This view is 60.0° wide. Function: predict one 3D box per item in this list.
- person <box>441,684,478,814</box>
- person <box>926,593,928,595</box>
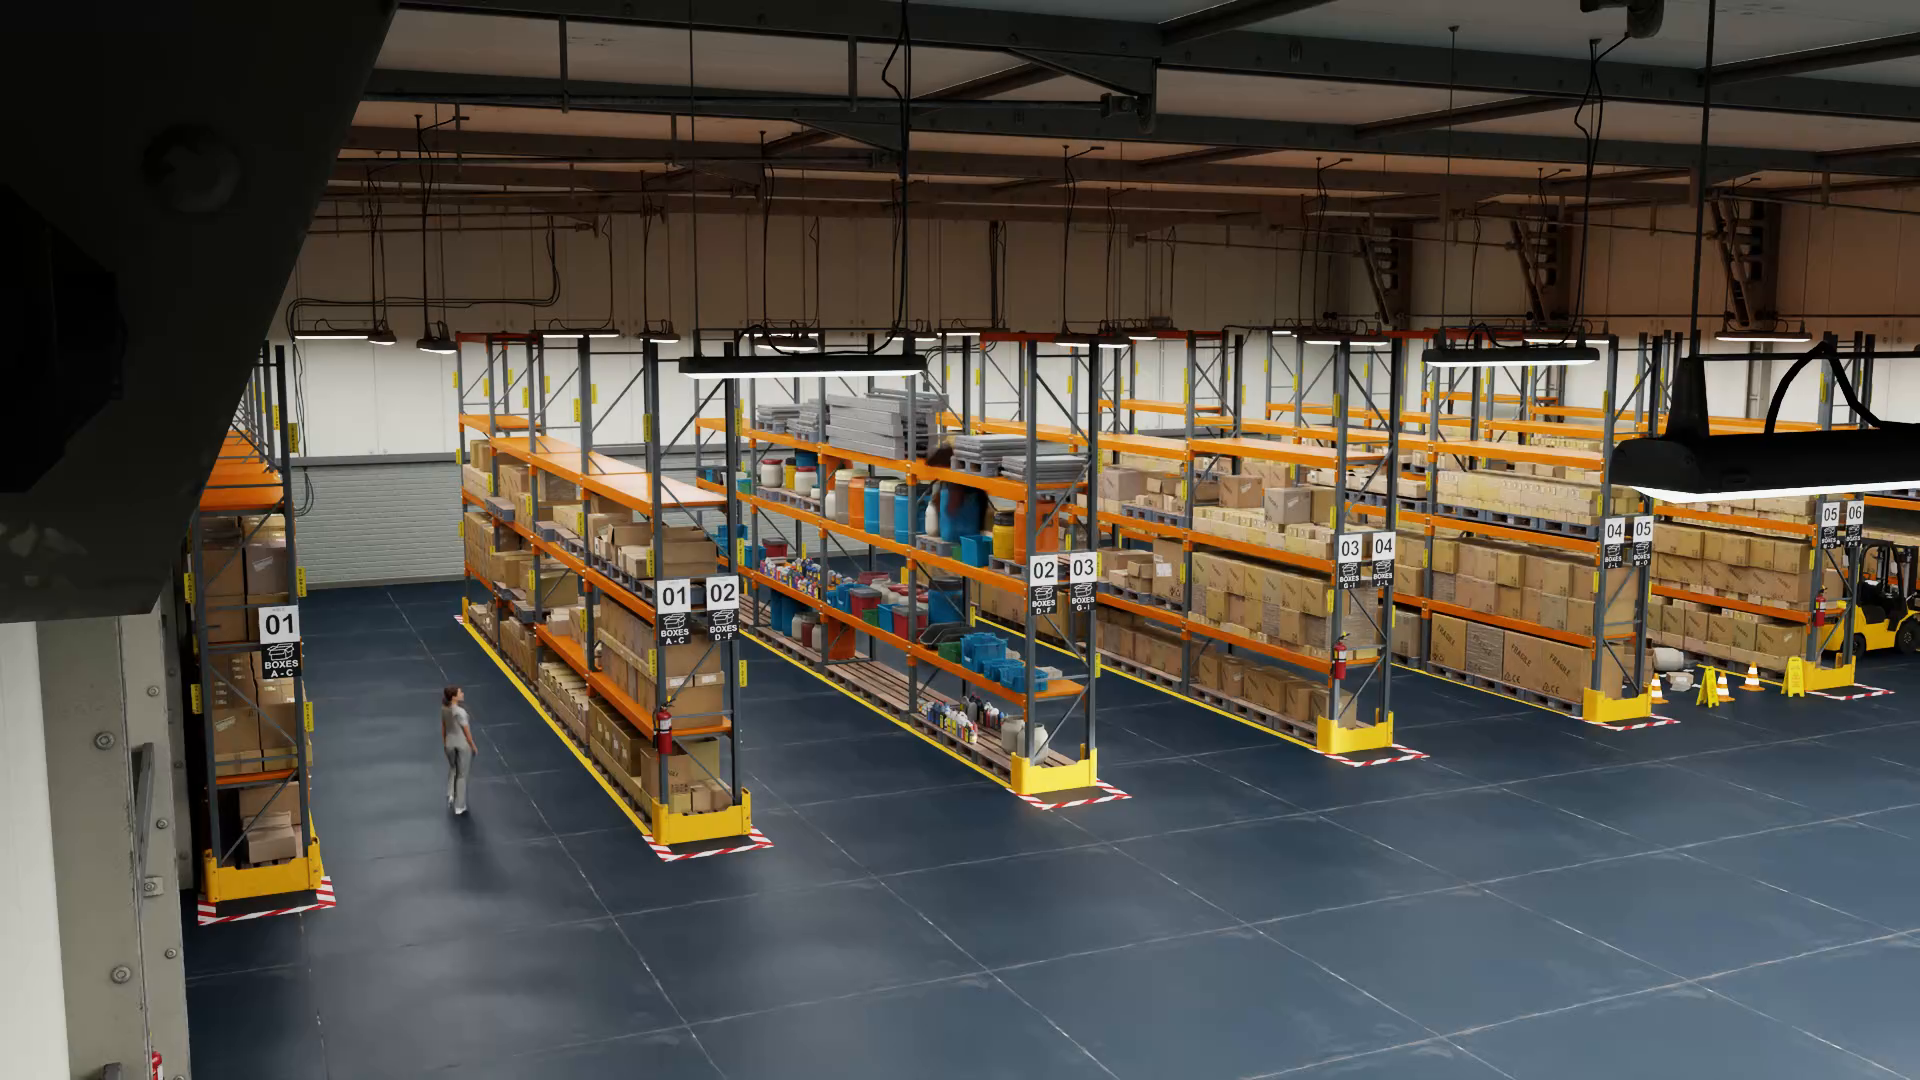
[{"bbox_3d":[-6.380,2.648,21.217,0.475,1.677,0.444,1,8,8],"label":"person"},{"bbox_3d":[-0.406,1.486,30.144,0.583,1.587,0.940,-3,8,-21],"label":"person"}]
